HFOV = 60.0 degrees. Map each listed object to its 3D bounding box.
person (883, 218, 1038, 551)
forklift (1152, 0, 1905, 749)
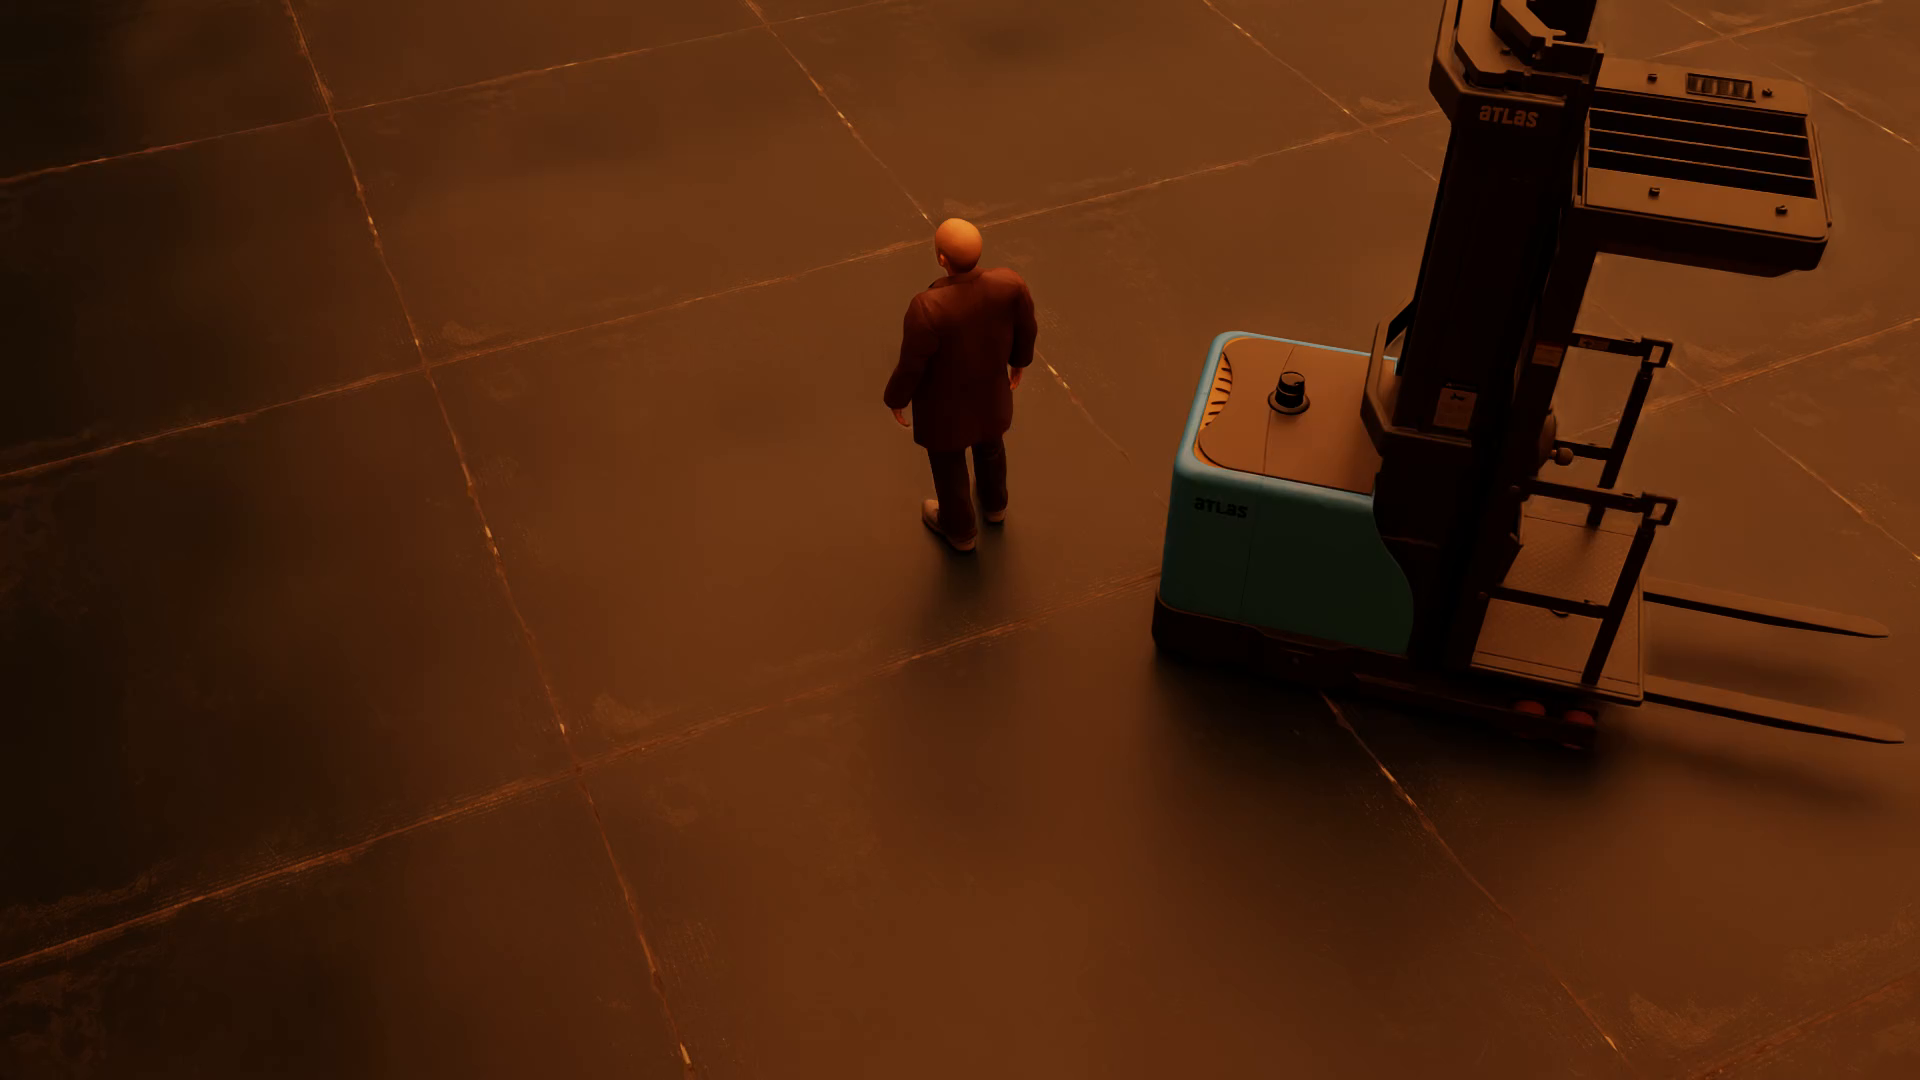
[{"bbox_3d":[-0.035,-0.642,7.345,0.698,1.584,0.579,-18,46,-18],"label":"person"},{"bbox_3d":[2.416,-0.613,6.337,3.031,2.935,1.130,11,44,12],"label":"forklift"}]
